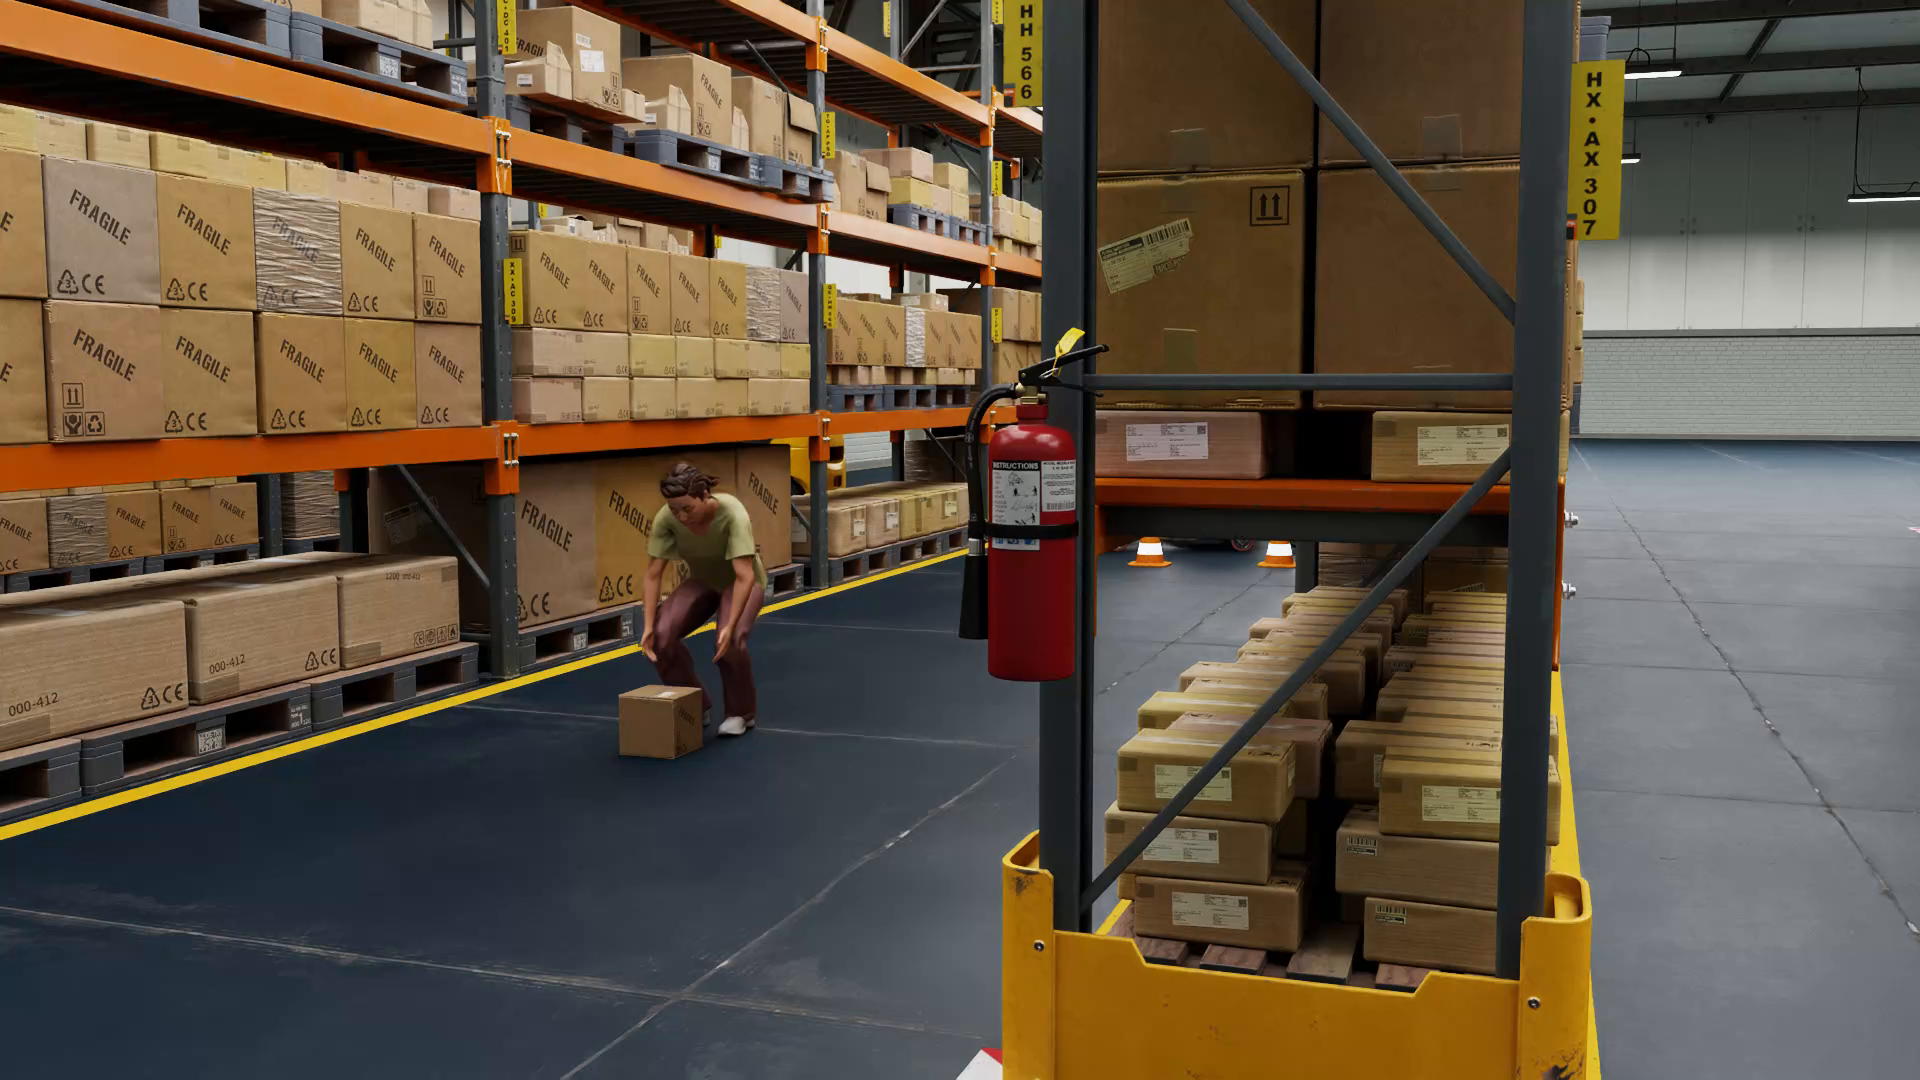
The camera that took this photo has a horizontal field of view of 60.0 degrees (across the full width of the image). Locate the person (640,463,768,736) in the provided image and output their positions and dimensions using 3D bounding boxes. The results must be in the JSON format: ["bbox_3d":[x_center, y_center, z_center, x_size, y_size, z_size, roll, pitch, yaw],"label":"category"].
[{"bbox_3d":[-1.069,0.251,7.162,0.506,1.187,0.730,2,6,19],"label":"person"}]
